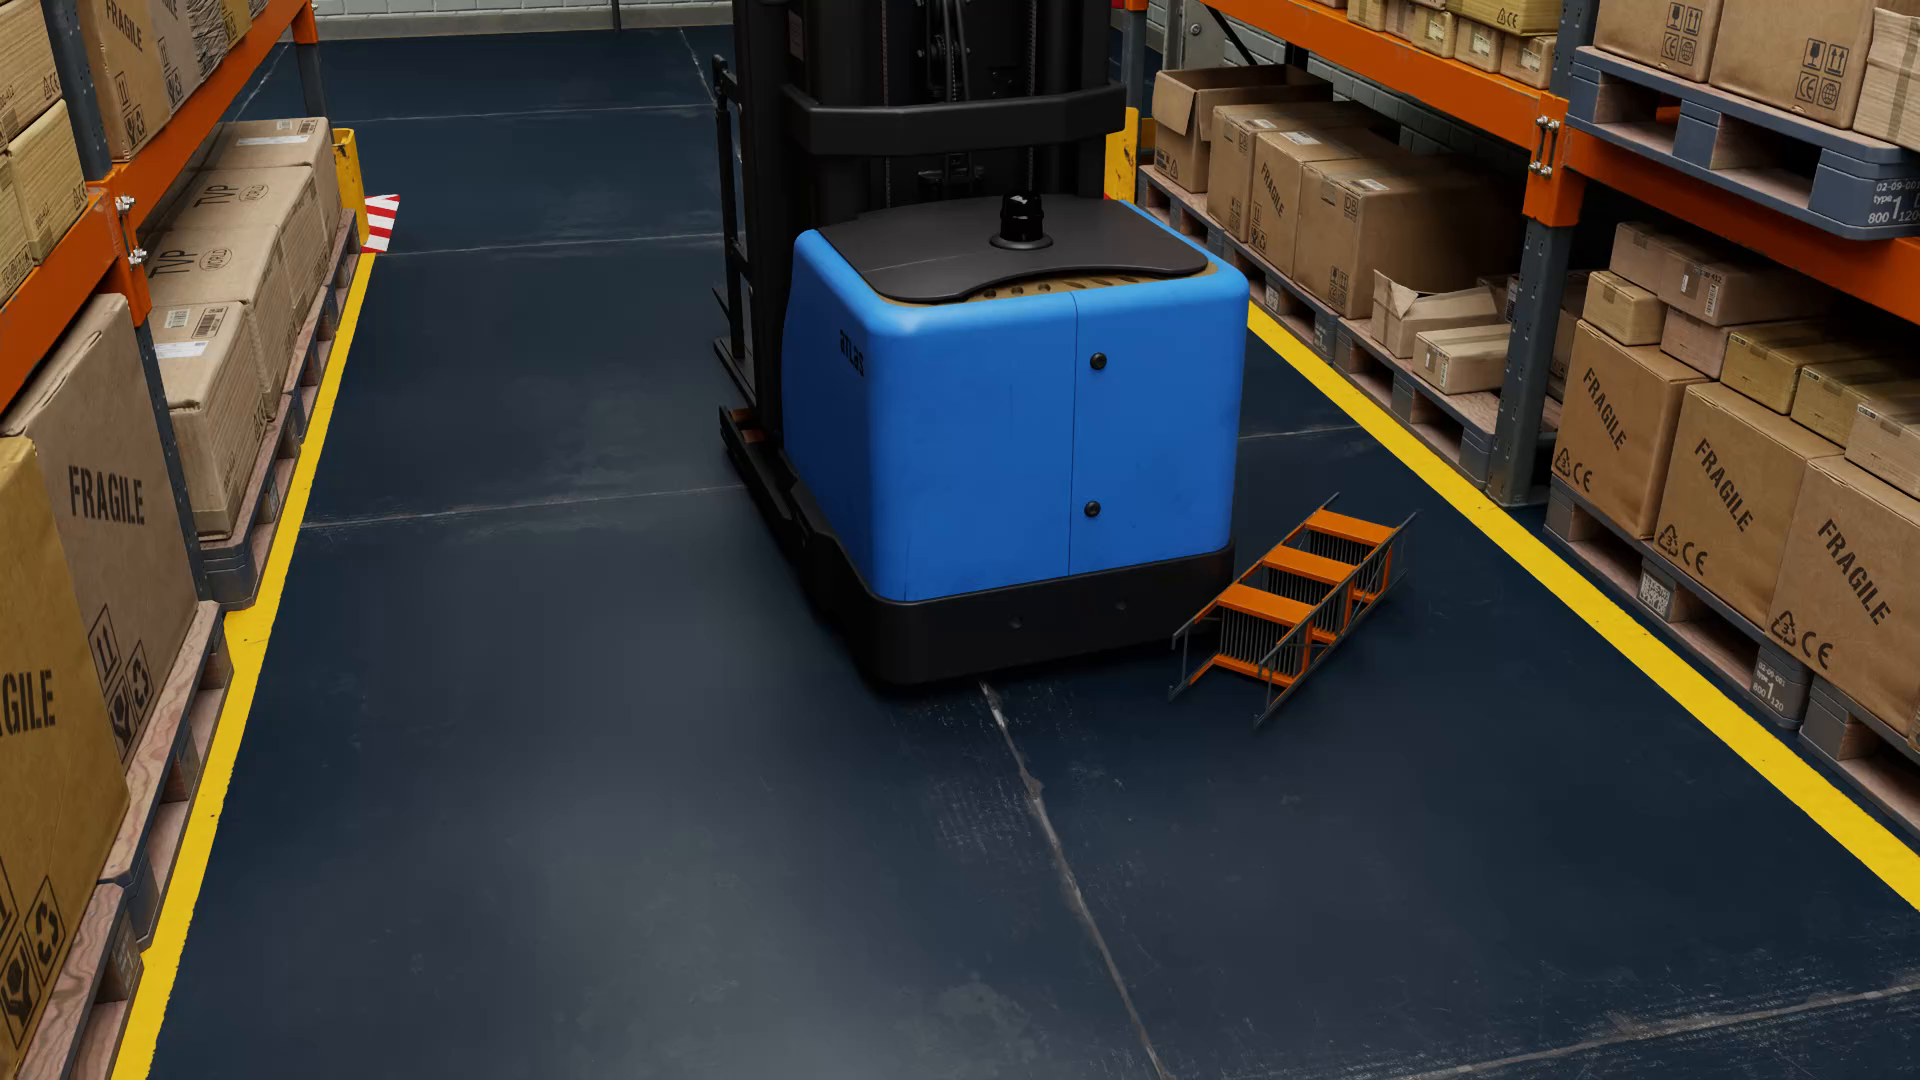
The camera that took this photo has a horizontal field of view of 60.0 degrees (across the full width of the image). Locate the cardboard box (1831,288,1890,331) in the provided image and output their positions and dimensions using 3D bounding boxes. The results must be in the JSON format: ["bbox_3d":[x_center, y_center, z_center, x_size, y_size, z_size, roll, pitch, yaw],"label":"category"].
[{"bbox_3d":[2.678,-0.627,4.751,0.380,0.149,0.250,-6,27,-12],"label":"cardboard box"}]

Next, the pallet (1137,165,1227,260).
[{"bbox_3d":[1.546,-1.641,8.267,1.003,0.211,1.213,-6,27,-12],"label":"pallet"}]

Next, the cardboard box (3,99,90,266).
[{"bbox_3d":[-2.239,-0.769,3.611,0.500,0.250,0.500,-7,28,-13],"label":"cardboard box"}]

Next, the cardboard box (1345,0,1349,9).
[{"bbox_3d":[1.703,-2.091,6.342,0.380,0.149,0.250,-6,27,-11],"label":"cardboard box"}]

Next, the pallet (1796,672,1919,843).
[{"bbox_3d":[2.748,0.622,3.784,1.003,0.211,1.213,-6,27,-12],"label":"pallet"}]

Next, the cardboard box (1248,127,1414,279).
[{"bbox_3d":[1.570,-1.441,7.084,0.500,0.500,0.500,-5,27,-11],"label":"cardboard box"}]

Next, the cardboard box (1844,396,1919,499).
[{"bbox_3d":[2.373,-0.232,3.969,0.380,0.149,0.250,-6,27,-12],"label":"cardboard box"}]

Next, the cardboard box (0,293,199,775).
[{"bbox_3d":[-2.368,0.018,3.778,0.875,0.875,0.875,-5,27,-10],"label":"cardboard box"}]

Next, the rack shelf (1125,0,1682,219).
[{"bbox_3d":[1.799,-2.070,6.821,1.077,0.370,4.000,-6,27,-12],"label":"rack shelf"}]

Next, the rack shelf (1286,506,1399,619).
[{"bbox_3d":[1.104,0.069,4.840,0.240,0.215,0.259,17,32,31],"label":"rack shelf"}]

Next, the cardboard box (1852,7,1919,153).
[{"bbox_3d":[2.189,-0.992,3.569,0.396,0.266,0.258,-5,27,-9],"label":"cardboard box"}]

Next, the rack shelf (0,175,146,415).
[{"bbox_3d":[-2.135,0.192,2.340,1.077,0.370,4.000,-6,27,-12],"label":"rack shelf"}]

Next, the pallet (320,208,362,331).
[{"bbox_3d":[-3.231,-1.175,7.345,1.003,0.211,1.213,-6,27,-12],"label":"pallet"}]

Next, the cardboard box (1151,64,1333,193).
[{"bbox_3d":[1.393,-2.064,8.315,0.797,0.503,0.637,-7,28,-14],"label":"cardboard box"}]

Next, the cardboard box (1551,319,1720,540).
[{"bbox_3d":[2.139,-0.349,4.922,0.500,0.500,0.500,-5,27,-9],"label":"cardboard box"}]

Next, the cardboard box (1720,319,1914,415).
[{"bbox_3d":[2.278,-0.465,4.430,0.380,0.149,0.250,-7,28,-14],"label":"cardboard box"}]

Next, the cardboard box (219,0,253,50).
[{"bbox_3d":[-2.768,-1.951,5.676,0.500,0.500,0.500,-5,27,-10],"label":"cardboard box"}]

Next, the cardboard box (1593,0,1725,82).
[{"bbox_3d":[2.140,-1.510,4.336,0.700,0.500,0.500,-5,27,-10],"label":"cardboard box"}]

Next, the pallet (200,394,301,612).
[{"bbox_3d":[-2.681,-0.104,5.223,1.003,0.211,1.213,-6,27,-12],"label":"pallet"}]

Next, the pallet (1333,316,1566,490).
[{"bbox_3d":[2.096,-0.570,6.145,1.003,0.211,1.213,-6,27,-12],"label":"pallet"}]

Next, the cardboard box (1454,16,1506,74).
[{"bbox_3d":[1.852,-1.627,5.424,0.380,0.149,0.250,-5,27,-10],"label":"cardboard box"}]

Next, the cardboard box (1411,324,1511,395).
[{"bbox_3d":[1.838,-0.643,5.892,0.380,0.149,0.250,-7,28,-13],"label":"cardboard box"}]

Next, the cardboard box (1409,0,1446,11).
[{"bbox_3d":[1.770,-1.996,5.712,0.500,0.250,0.500,-6,27,-11],"label":"cardboard box"}]

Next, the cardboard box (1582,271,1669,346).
[{"bbox_3d":[2.071,-0.690,4.876,0.380,0.149,0.250,-5,27,-9],"label":"cardboard box"}]

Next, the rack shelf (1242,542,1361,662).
[{"bbox_3d":[0.942,0.174,4.632,0.240,0.215,0.259,17,32,31],"label":"rack shelf"}]

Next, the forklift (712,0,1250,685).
[{"bbox_3d":[-0.204,-1.575,5.118,1.130,2.935,3.031,-9,28,-17],"label":"forklift"}]

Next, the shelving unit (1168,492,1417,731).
[{"bbox_3d":[0.948,0.171,4.640,0.252,0.215,1.050,17,32,31],"label":"shelving unit"}]

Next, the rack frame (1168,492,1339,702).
[{"bbox_3d":[0.848,0.139,4.702,0.008,0.200,1.050,17,32,31],"label":"rack frame"}]

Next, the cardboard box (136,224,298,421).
[{"bbox_3d":[-2.825,-0.731,5.746,0.875,0.438,0.875,-7,28,-13],"label":"cardboard box"}]

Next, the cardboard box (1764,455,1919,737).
[{"bbox_3d":[2.377,0.103,4.025,0.500,0.500,0.500,-7,28,-13],"label":"cardboard box"}]

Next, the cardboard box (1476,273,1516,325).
[{"bbox_3d":[2.233,-0.932,6.466,0.380,0.149,0.250,-6,27,-12],"label":"cardboard box"}]

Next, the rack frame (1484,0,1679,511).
[{"bbox_3d":[2.249,-1.513,4.919,1.000,3.000,0.127,-6,27,-12],"label":"rack frame"}]

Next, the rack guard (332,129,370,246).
[{"bbox_3d":[-3.493,-1.658,7.980,1.175,0.500,0.348,-6,27,-12],"label":"rack guard"}]

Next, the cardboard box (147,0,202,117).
[{"bbox_3d":[-2.546,-1.506,4.794,0.500,0.500,0.500,-6,27,-11],"label":"cardboard box"}]

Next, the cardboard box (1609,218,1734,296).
[{"bbox_3d":[2.130,-0.829,4.821,0.380,0.149,0.250,-6,27,-12],"label":"cardboard box"}]

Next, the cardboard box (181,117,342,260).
[{"bbox_3d":[-3.241,-1.528,7.325,0.875,0.438,0.875,-7,28,-13],"label":"cardboard box"}]

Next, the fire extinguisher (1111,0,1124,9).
[{"bbox_3d":[0.864,-3.086,8.534,0.296,0.674,0.183,-6,27,-12],"label":"fire extinguisher"}]

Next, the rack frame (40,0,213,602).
[{"bbox_3d":[-2.586,-1.007,3.917,1.000,3.000,0.127,-6,27,-12],"label":"rack frame"}]

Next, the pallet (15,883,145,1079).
[{"bbox_3d":[-2.060,1.105,2.826,1.003,0.211,1.213,-6,27,-12],"label":"pallet"}]

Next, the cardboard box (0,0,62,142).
[{"bbox_3d":[-2.250,-0.995,3.504,0.500,0.250,0.500,-6,27,-12],"label":"cardboard box"}]

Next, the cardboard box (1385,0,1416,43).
[{"bbox_3d":[1.737,-1.857,5.879,0.380,0.149,0.250,-5,27,-10],"label":"cardboard box"}]
